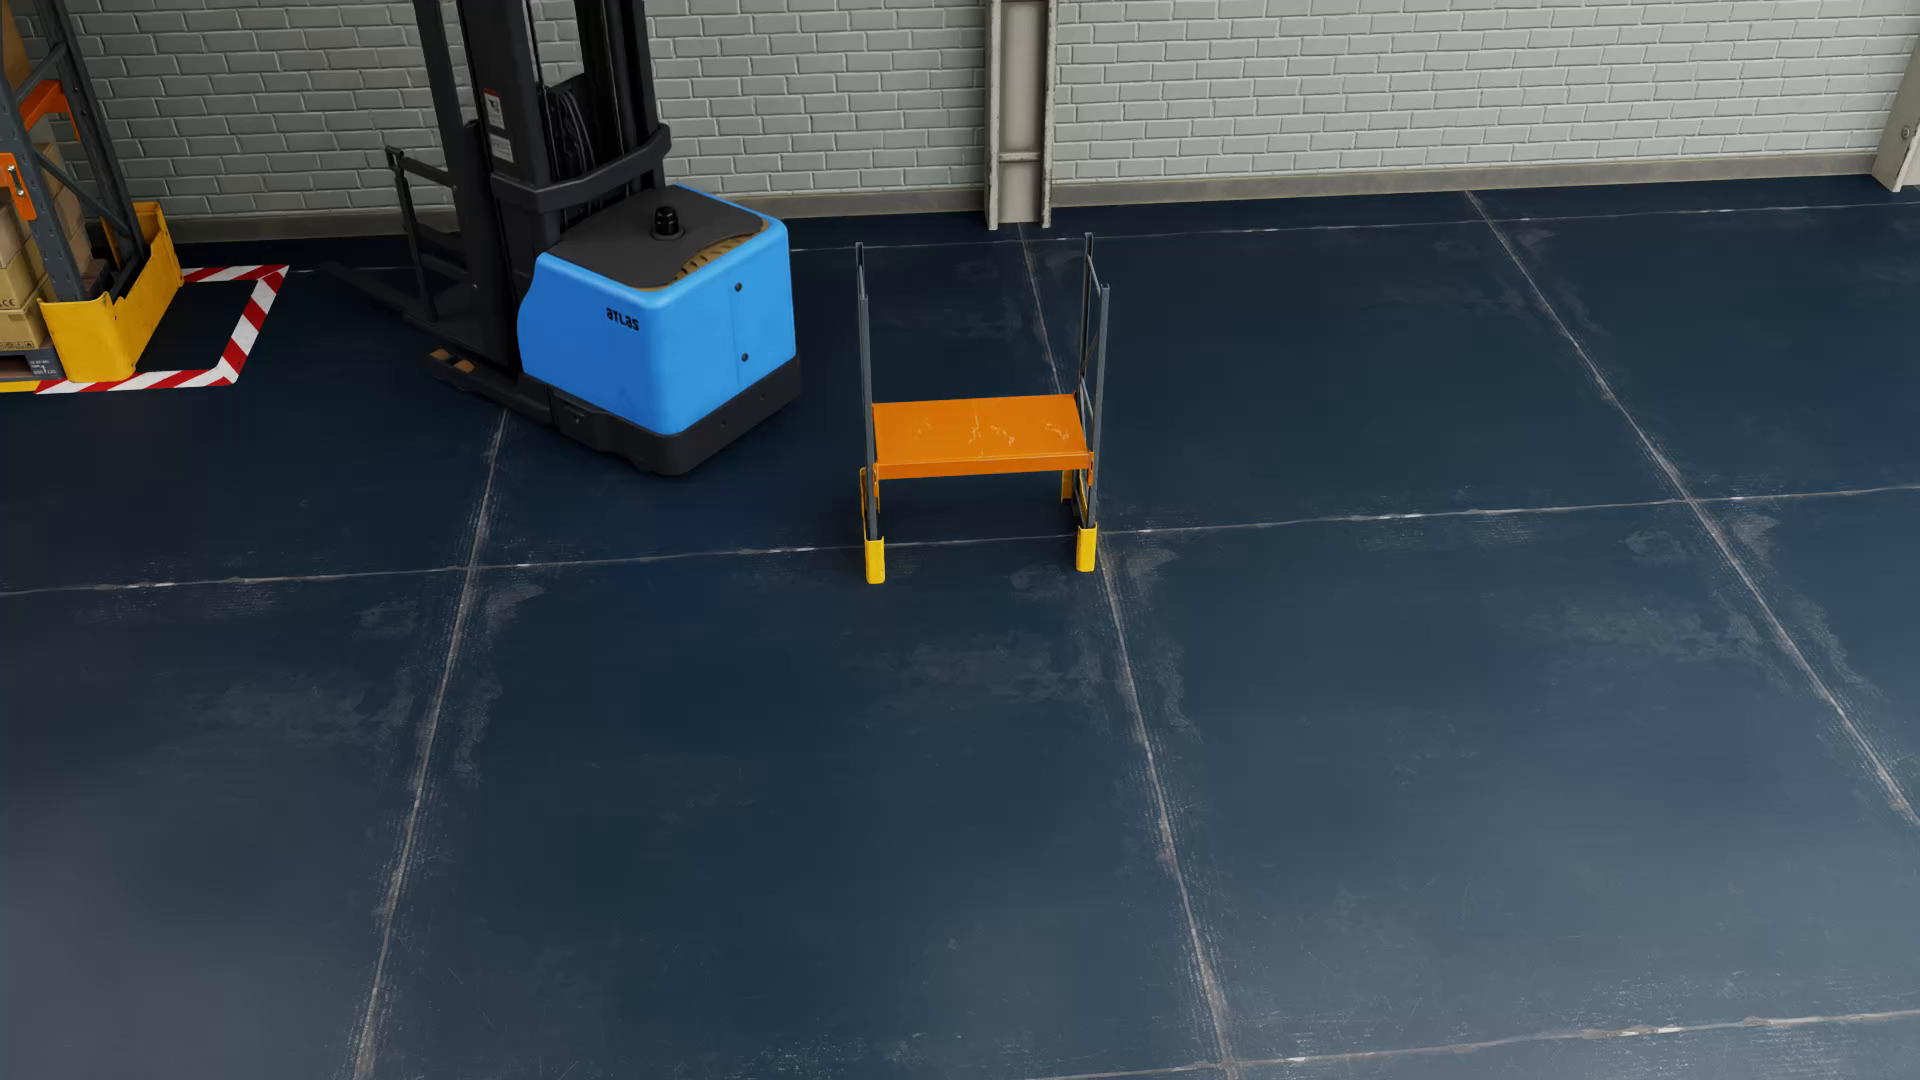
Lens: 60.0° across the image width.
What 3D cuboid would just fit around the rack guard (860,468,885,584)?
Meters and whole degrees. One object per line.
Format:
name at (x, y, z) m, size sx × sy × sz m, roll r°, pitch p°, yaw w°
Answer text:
rack guard at (-0.420, -0.075, 7.965) m, size 0.087 × 0.250 × 0.587 m, roll -3°, pitch 38°, yaw -4°

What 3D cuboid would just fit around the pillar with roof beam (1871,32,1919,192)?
pillar with roof beam at (6.723, -3.282, 4.967) m, size 0.400 × 9.000 × 9.100 m, roll -3°, pitch 38°, yaw -4°

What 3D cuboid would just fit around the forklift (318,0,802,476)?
forklift at (-2.345, -2.204, 8.500) m, size 3.031 × 2.935 × 1.130 m, roll 24°, pitch 44°, yaw 27°

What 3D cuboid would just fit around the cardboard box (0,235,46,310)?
cardboard box at (-5.295, -1.469, 8.989) m, size 0.500 × 0.250 × 0.500 m, roll -4°, pitch 38°, yaw -5°

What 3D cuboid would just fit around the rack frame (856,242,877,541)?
rack frame at (-0.421, -0.566, 7.578) m, size 0.032 × 1.500 × 0.500 m, roll -3°, pitch 38°, yaw -4°

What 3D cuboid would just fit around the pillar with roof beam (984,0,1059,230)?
pillar with roof beam at (0.746, -2.953, 4.550) m, size 0.400 × 9.000 × 9.100 m, roll -3°, pitch 38°, yaw -4°

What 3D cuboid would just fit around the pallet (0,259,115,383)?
pallet at (-5.596, -1.244, 9.479) m, size 1.213 × 0.211 × 1.003 m, roll -3°, pitch 38°, yaw -4°

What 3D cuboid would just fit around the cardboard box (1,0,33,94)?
cardboard box at (-5.356, -2.590, 8.852) m, size 0.500 × 0.500 × 0.500 m, roll -2°, pitch 38°, yaw -3°

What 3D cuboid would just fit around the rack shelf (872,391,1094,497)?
rack shelf at (0.085, -0.452, 7.725) m, size 1.000 × 0.185 × 0.538 m, roll -3°, pitch 38°, yaw -4°

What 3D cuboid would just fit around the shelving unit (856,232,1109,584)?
shelving unit at (0.076, -0.593, 7.613) m, size 1.083 × 1.500 × 0.587 m, roll -3°, pitch 38°, yaw -4°

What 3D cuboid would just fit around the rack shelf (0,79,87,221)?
rack shelf at (-6.830, -2.015, 8.785) m, size 4.000 × 0.370 × 1.077 m, roll -3°, pitch 38°, yaw -4°

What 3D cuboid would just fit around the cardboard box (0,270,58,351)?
cardboard box at (-5.278, -1.272, 9.143) m, size 0.500 × 0.250 × 0.500 m, roll -3°, pitch 38°, yaw -4°

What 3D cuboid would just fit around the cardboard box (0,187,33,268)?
cardboard box at (-5.269, -1.667, 8.837) m, size 0.500 × 0.250 × 0.500 m, roll -2°, pitch 38°, yaw -2°

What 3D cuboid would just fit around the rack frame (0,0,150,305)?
rack frame at (-4.838, -2.407, 8.701) m, size 0.127 × 3.000 × 1.000 m, roll -3°, pitch 38°, yaw -4°

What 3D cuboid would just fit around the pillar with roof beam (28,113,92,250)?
pillar with roof beam at (-5.230, -2.624, 4.132) m, size 0.400 × 9.000 × 9.100 m, roll -3°, pitch 38°, yaw -4°

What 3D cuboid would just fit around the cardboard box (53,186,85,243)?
cardboard box at (-5.325, -1.791, 9.397) m, size 0.500 × 0.250 × 0.500 m, roll -2°, pitch 38°, yaw -3°

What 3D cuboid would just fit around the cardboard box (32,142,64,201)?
cardboard box at (-5.334, -1.975, 9.227) m, size 0.500 × 0.250 × 0.500 m, roll -4°, pitch 38°, yaw -5°

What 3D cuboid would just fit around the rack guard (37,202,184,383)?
rack guard at (-4.814, -1.427, 9.477) m, size 0.348 × 0.500 × 1.175 m, roll -3°, pitch 38°, yaw -4°

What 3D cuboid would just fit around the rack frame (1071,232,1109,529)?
rack frame at (0.591, -0.621, 7.649) m, size 0.032 × 1.500 × 0.500 m, roll -3°, pitch 38°, yaw -4°

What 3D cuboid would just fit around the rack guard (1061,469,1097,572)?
rack guard at (0.572, -0.130, 8.034) m, size 0.087 × 0.250 × 0.587 m, roll -3°, pitch 38°, yaw -4°

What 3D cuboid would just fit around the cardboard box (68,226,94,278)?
cardboard box at (-5.345, -1.586, 9.541) m, size 0.500 × 0.250 × 0.500 m, roll -3°, pitch 38°, yaw -4°
